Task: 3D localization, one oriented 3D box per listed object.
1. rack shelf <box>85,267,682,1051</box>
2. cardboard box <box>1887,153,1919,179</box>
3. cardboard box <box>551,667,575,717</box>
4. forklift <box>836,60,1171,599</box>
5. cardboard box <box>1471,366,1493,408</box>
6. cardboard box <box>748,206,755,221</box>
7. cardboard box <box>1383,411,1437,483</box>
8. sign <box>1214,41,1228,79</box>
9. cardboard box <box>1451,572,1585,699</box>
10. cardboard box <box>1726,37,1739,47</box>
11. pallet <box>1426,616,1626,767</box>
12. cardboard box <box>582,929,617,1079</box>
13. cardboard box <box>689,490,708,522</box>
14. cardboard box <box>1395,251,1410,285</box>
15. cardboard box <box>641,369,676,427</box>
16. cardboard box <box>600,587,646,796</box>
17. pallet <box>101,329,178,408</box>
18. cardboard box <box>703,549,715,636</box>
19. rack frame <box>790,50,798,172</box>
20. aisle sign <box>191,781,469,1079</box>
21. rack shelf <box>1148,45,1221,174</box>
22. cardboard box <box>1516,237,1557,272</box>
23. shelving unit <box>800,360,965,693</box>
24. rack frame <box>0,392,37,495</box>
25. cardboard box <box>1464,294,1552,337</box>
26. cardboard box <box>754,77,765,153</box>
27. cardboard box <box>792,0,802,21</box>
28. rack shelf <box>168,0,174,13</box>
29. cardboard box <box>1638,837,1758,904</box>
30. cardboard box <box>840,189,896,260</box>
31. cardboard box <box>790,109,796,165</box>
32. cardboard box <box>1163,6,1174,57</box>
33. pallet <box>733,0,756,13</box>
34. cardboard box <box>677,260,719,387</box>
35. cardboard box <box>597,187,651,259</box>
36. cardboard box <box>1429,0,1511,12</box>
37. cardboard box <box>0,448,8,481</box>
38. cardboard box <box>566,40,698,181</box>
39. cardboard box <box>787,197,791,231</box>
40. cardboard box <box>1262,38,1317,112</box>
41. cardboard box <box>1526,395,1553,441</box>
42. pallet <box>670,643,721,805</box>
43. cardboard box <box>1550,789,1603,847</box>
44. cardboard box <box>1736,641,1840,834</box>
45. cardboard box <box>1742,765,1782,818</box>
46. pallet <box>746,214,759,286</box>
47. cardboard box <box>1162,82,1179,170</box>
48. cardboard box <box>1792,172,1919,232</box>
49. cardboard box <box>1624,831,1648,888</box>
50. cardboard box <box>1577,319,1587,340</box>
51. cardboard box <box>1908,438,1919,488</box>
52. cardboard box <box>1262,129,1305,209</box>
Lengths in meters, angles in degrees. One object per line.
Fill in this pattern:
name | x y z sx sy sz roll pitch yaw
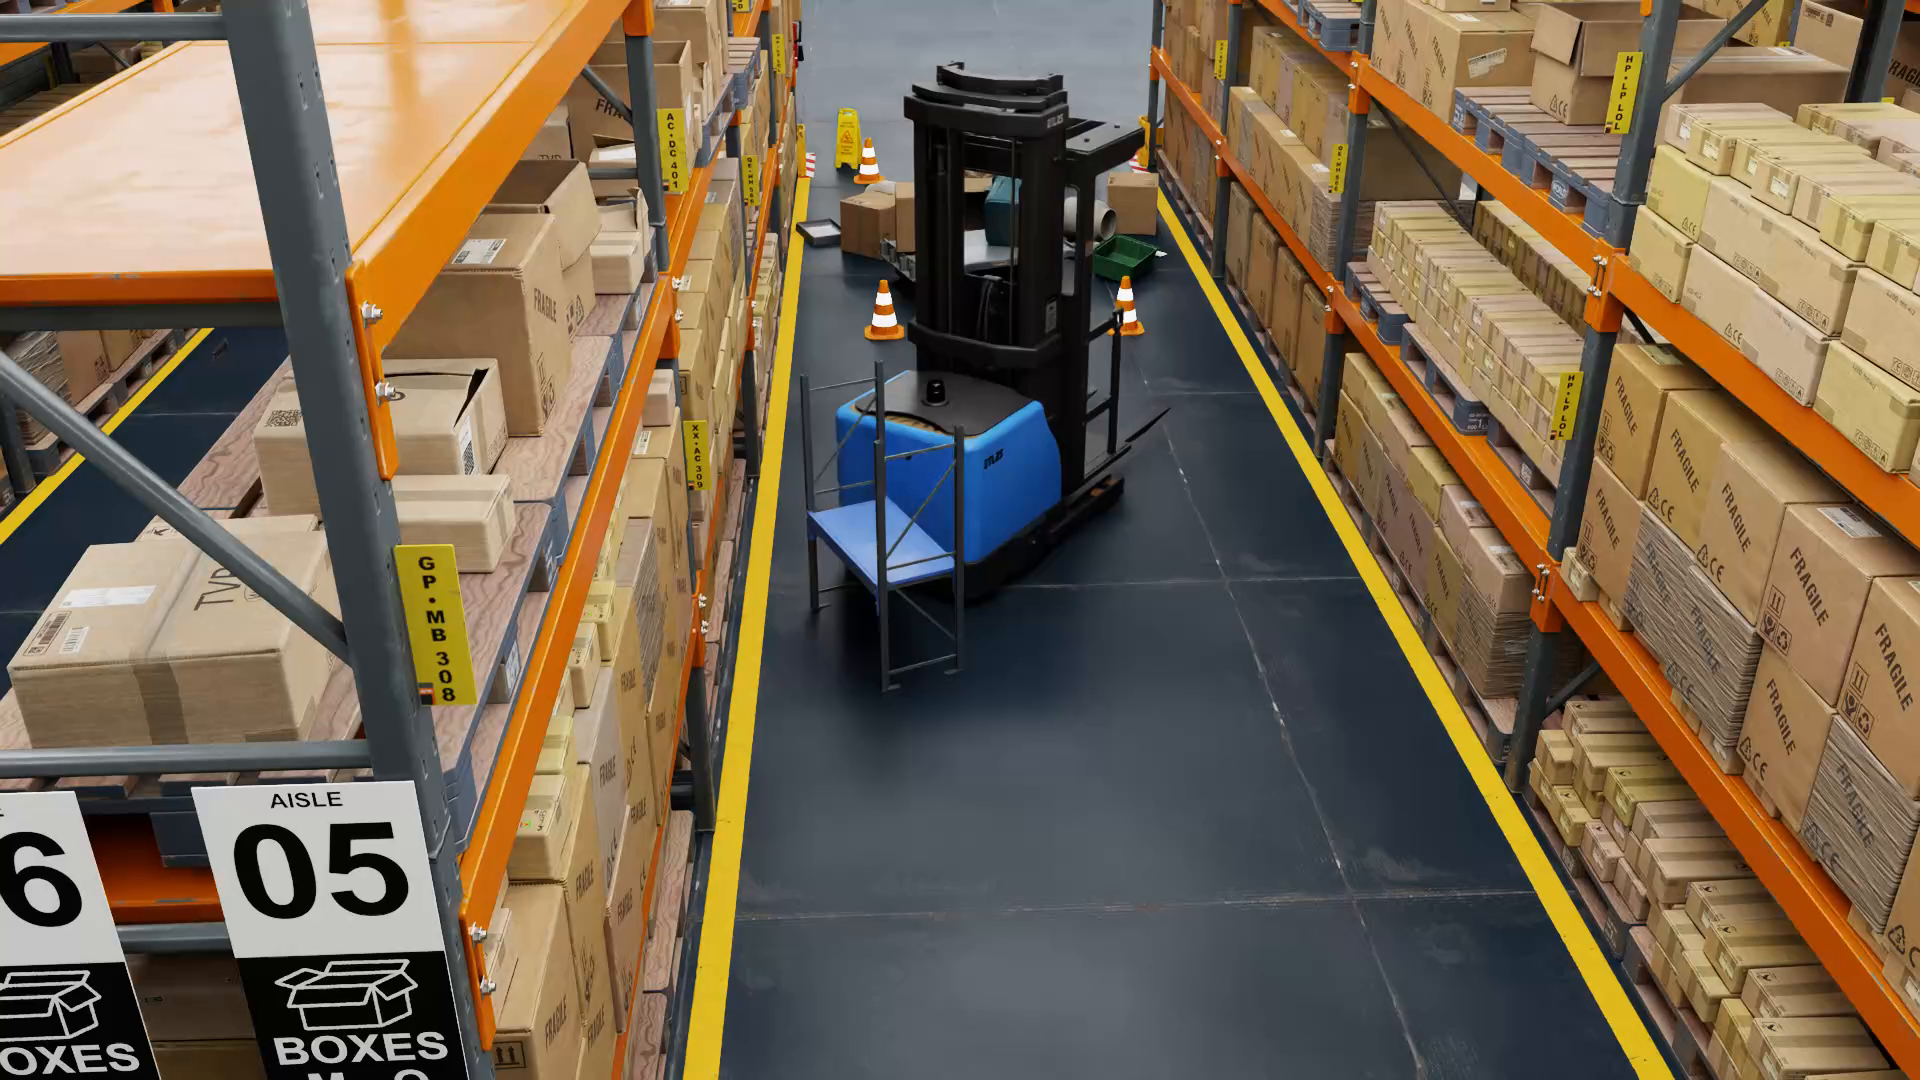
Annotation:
rack shelf | -1.583 -0.018 5.075 1.077 0.370 4.000 -1 28 -3
cardboard box | 3.515 -1.263 5.874 0.380 0.149 0.250 0 28 -1
cardboard box | -1.302 0.488 4.680 0.380 0.149 0.250 -1 28 -2
forklift | 0.453 -1.584 10.618 1.130 2.935 3.031 16 32 28
cardboard box | 2.974 -0.829 8.914 0.380 0.149 0.250 -3 28 -5
cardboard box | -1.670 -2.393 11.913 0.380 0.149 0.250 -1 28 -2
cardboard box | 2.876 -0.567 10.031 0.500 0.250 0.500 -1 28 -2
sign | 2.279 -4.196 14.529 0.100 0.325 0.005 -1 28 -3
cardboard box | 2.961 0.490 8.816 0.500 0.500 0.500 -2 28 -4
cardboard box | 7.712 -4.710 16.107 0.875 0.500 0.500 -1 28 -3
pallet | 3.209 0.780 9.026 1.003 0.211 1.213 -1 28 -3
cardboard box | -1.271 1.411 4.693 0.500 0.500 0.500 -2 28 -3
cardboard box | -1.429 -0.295 7.694 0.500 0.250 0.500 -2 28 -4
cardboard box | 2.900 -1.674 10.212 0.380 0.149 0.250 -2 28 -4
cardboard box | -1.353 -0.571 6.710 0.380 0.149 0.250 -2 28 -4
cardboard box | -1.314 0.494 5.369 0.500 0.500 0.500 -1 28 -2
pallet | -6.917 -1.363 13.135 1.003 0.211 1.213 -1 28 -3
cardboard box | -1.854 0.124 9.112 0.875 0.875 0.875 -1 28 -1
rack frame | -2.314 -5.472 17.998 1.000 3.000 0.127 -1 28 -3
aisle sign | -1.185 0.791 3.180 0.394 0.787 0.004 -1 28 -3
rack shelf | 2.729 -4.396 16.712 1.077 0.370 4.000 -1 28 -3
cardboard box | 3.568 -1.707 9.953 0.380 0.149 0.250 -1 28 -1
shelving unit | -0.437 -0.094 9.309 0.538 1.500 1.048 -13 30 -23
rack frame | -6.853 -1.656 10.681 1.000 3.000 0.127 -1 28 -3
cardboard box | 2.968 -1.218 9.015 0.380 0.149 0.250 -3 28 -5
cardboard box | -1.803 -3.312 12.973 0.500 0.500 0.500 0 28 -1
cardboard box | -1.921 -5.394 16.337 0.700 0.500 0.500 -2 28 -3
rack shelf | -7.166 -5.438 15.467 1.077 0.370 4.000 -1 28 -3
cardboard box | 3.048 1.365 6.874 0.380 0.149 0.250 -1 28 -2
cardboard box | -0.802 -3.045 16.045 0.500 0.500 0.500 19 33 32
cardboard box | -1.981 -4.167 17.204 0.500 0.500 0.500 0 28 -1
cardboard box | 2.689 -5.534 17.956 0.875 0.550 0.550 -1 28 -3
pallet | -2.122 -4.105 12.336 1.213 0.211 1.003 -1 28 -3
cardboard box | -1.501 -1.094 8.415 0.500 0.500 0.500 -2 28 -4
cardboard box | -1.334 -1.144 6.039 0.396 0.266 0.258 -1 28 -1
cardboard box | 2.868 -3.109 9.288 0.396 0.266 0.258 -1 28 -3
cardboard box | -6.616 -0.544 10.798 0.500 0.500 0.500 -1 28 -1
cardboard box | -1.444 -1.905 7.353 0.500 0.500 0.500 -2 28 -4
cardboard box | -1.905 -3.117 16.002 0.500 0.250 0.500 0 28 0
cardboard box | 2.894 -3.812 13.626 0.700 0.500 0.500 -2 28 -3
cardboard box | 3.018 -0.604 8.160 0.380 0.149 0.250 -1 28 -2
pallet | -1.803 0.952 8.697 1.003 0.211 1.213 -1 28 -3
cardboard box | 2.963 1.280 7.681 0.380 0.149 0.250 -1 28 -1
cardboard box | 3.106 0.671 5.790 0.500 0.500 0.500 0 28 0
cardboard box | 3.117 0.883 6.084 0.380 0.149 0.250 0 28 -1
pallet | -2.040 -2.019 11.585 1.213 0.211 1.003 -1 28 -3
cardboard box | 2.726 -4.571 18.114 0.875 0.875 0.875 -1 28 -2
cardboard box | 3.077 -1.137 5.633 0.380 0.149 0.250 -2 28 -4
cardboard box | 3.113 1.376 7.176 0.380 0.149 0.250 -3 28 -5
cardboard box | 3.616 -1.102 9.115 0.380 0.149 0.250 -2 28 -4
cardboard box | 3.125 -0.181 4.772 0.500 0.250 0.500 0 28 0
cardboard box | 2.669 -2.887 12.934 0.500 0.500 0.500 -1 28 -2
